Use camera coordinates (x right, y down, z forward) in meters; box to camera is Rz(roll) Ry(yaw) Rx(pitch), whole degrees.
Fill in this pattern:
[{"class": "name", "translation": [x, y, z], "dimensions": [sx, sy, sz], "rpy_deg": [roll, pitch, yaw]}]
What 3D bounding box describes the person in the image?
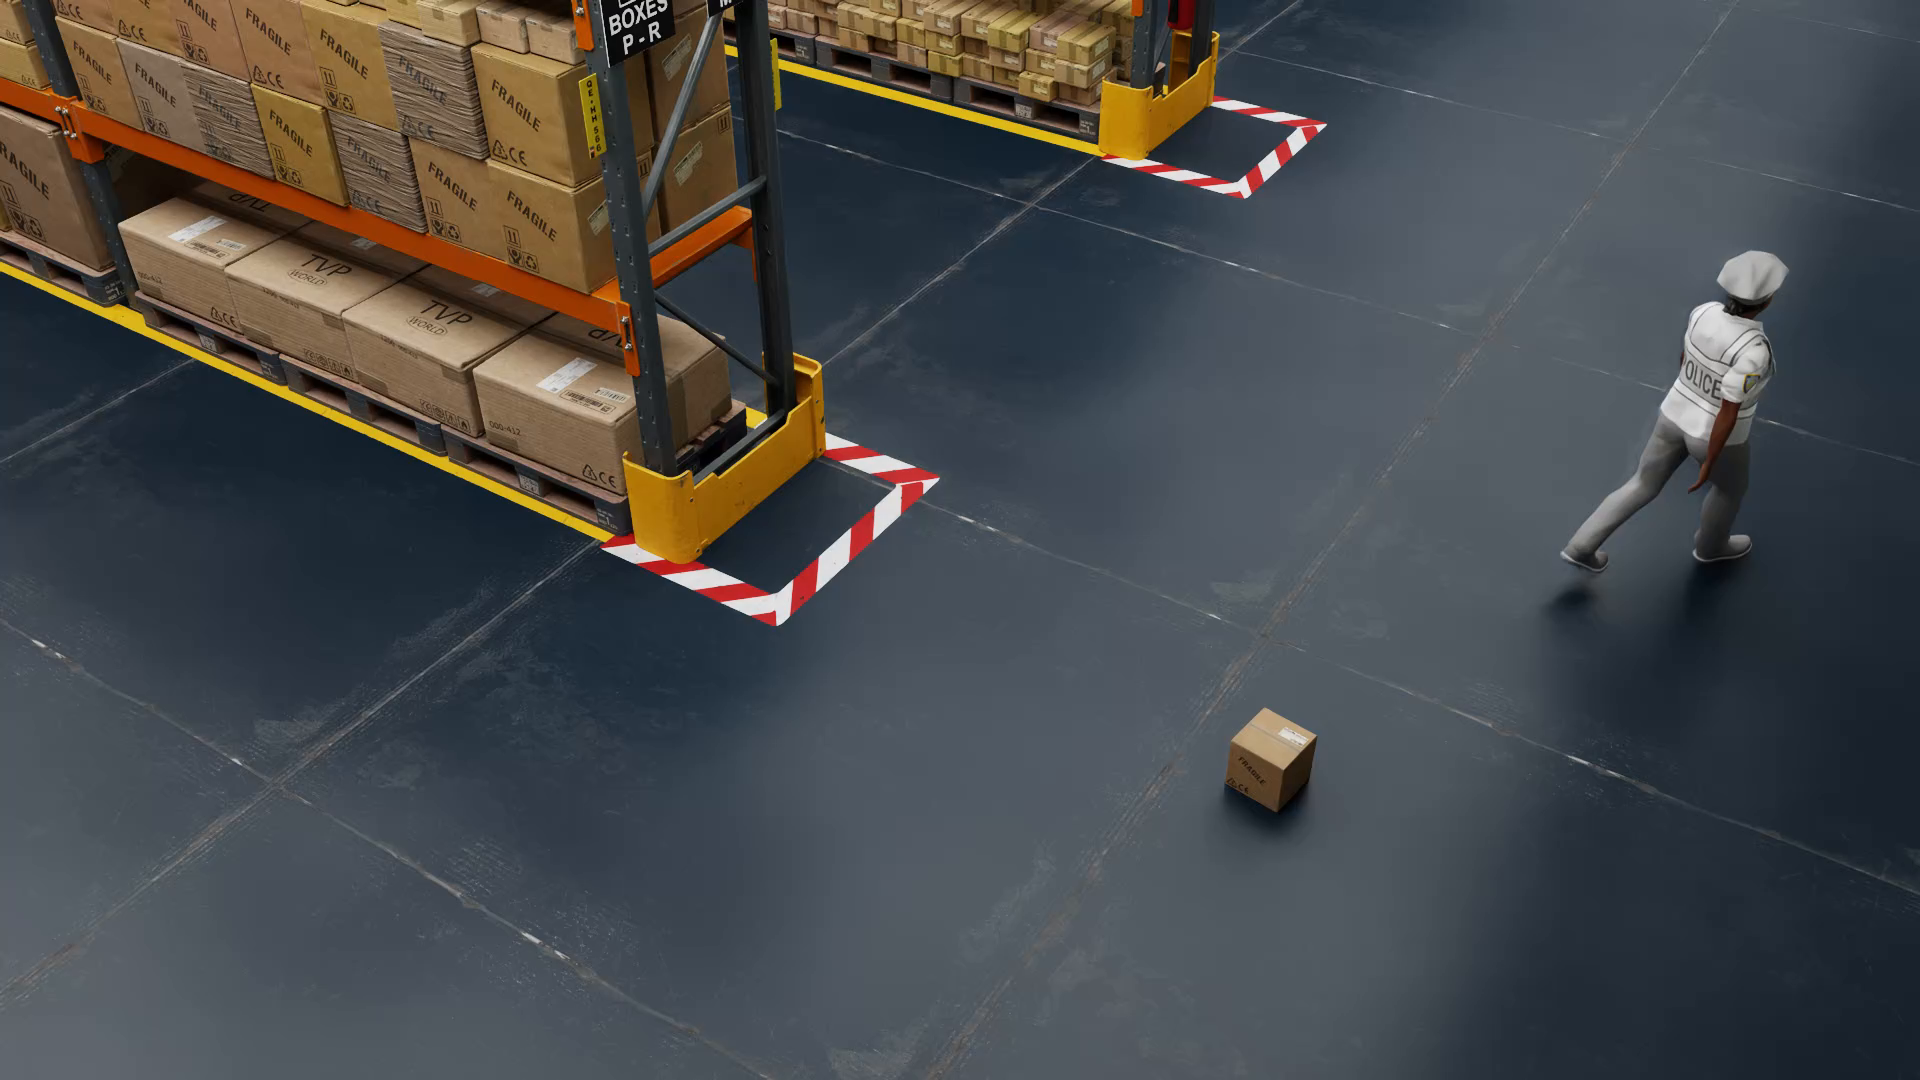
[{"class": "person", "translation": [3.243, -0.521, 7.303], "dimensions": [1.016, 1.637, 0.469], "rpy_deg": [-16, 41, -19]}]
